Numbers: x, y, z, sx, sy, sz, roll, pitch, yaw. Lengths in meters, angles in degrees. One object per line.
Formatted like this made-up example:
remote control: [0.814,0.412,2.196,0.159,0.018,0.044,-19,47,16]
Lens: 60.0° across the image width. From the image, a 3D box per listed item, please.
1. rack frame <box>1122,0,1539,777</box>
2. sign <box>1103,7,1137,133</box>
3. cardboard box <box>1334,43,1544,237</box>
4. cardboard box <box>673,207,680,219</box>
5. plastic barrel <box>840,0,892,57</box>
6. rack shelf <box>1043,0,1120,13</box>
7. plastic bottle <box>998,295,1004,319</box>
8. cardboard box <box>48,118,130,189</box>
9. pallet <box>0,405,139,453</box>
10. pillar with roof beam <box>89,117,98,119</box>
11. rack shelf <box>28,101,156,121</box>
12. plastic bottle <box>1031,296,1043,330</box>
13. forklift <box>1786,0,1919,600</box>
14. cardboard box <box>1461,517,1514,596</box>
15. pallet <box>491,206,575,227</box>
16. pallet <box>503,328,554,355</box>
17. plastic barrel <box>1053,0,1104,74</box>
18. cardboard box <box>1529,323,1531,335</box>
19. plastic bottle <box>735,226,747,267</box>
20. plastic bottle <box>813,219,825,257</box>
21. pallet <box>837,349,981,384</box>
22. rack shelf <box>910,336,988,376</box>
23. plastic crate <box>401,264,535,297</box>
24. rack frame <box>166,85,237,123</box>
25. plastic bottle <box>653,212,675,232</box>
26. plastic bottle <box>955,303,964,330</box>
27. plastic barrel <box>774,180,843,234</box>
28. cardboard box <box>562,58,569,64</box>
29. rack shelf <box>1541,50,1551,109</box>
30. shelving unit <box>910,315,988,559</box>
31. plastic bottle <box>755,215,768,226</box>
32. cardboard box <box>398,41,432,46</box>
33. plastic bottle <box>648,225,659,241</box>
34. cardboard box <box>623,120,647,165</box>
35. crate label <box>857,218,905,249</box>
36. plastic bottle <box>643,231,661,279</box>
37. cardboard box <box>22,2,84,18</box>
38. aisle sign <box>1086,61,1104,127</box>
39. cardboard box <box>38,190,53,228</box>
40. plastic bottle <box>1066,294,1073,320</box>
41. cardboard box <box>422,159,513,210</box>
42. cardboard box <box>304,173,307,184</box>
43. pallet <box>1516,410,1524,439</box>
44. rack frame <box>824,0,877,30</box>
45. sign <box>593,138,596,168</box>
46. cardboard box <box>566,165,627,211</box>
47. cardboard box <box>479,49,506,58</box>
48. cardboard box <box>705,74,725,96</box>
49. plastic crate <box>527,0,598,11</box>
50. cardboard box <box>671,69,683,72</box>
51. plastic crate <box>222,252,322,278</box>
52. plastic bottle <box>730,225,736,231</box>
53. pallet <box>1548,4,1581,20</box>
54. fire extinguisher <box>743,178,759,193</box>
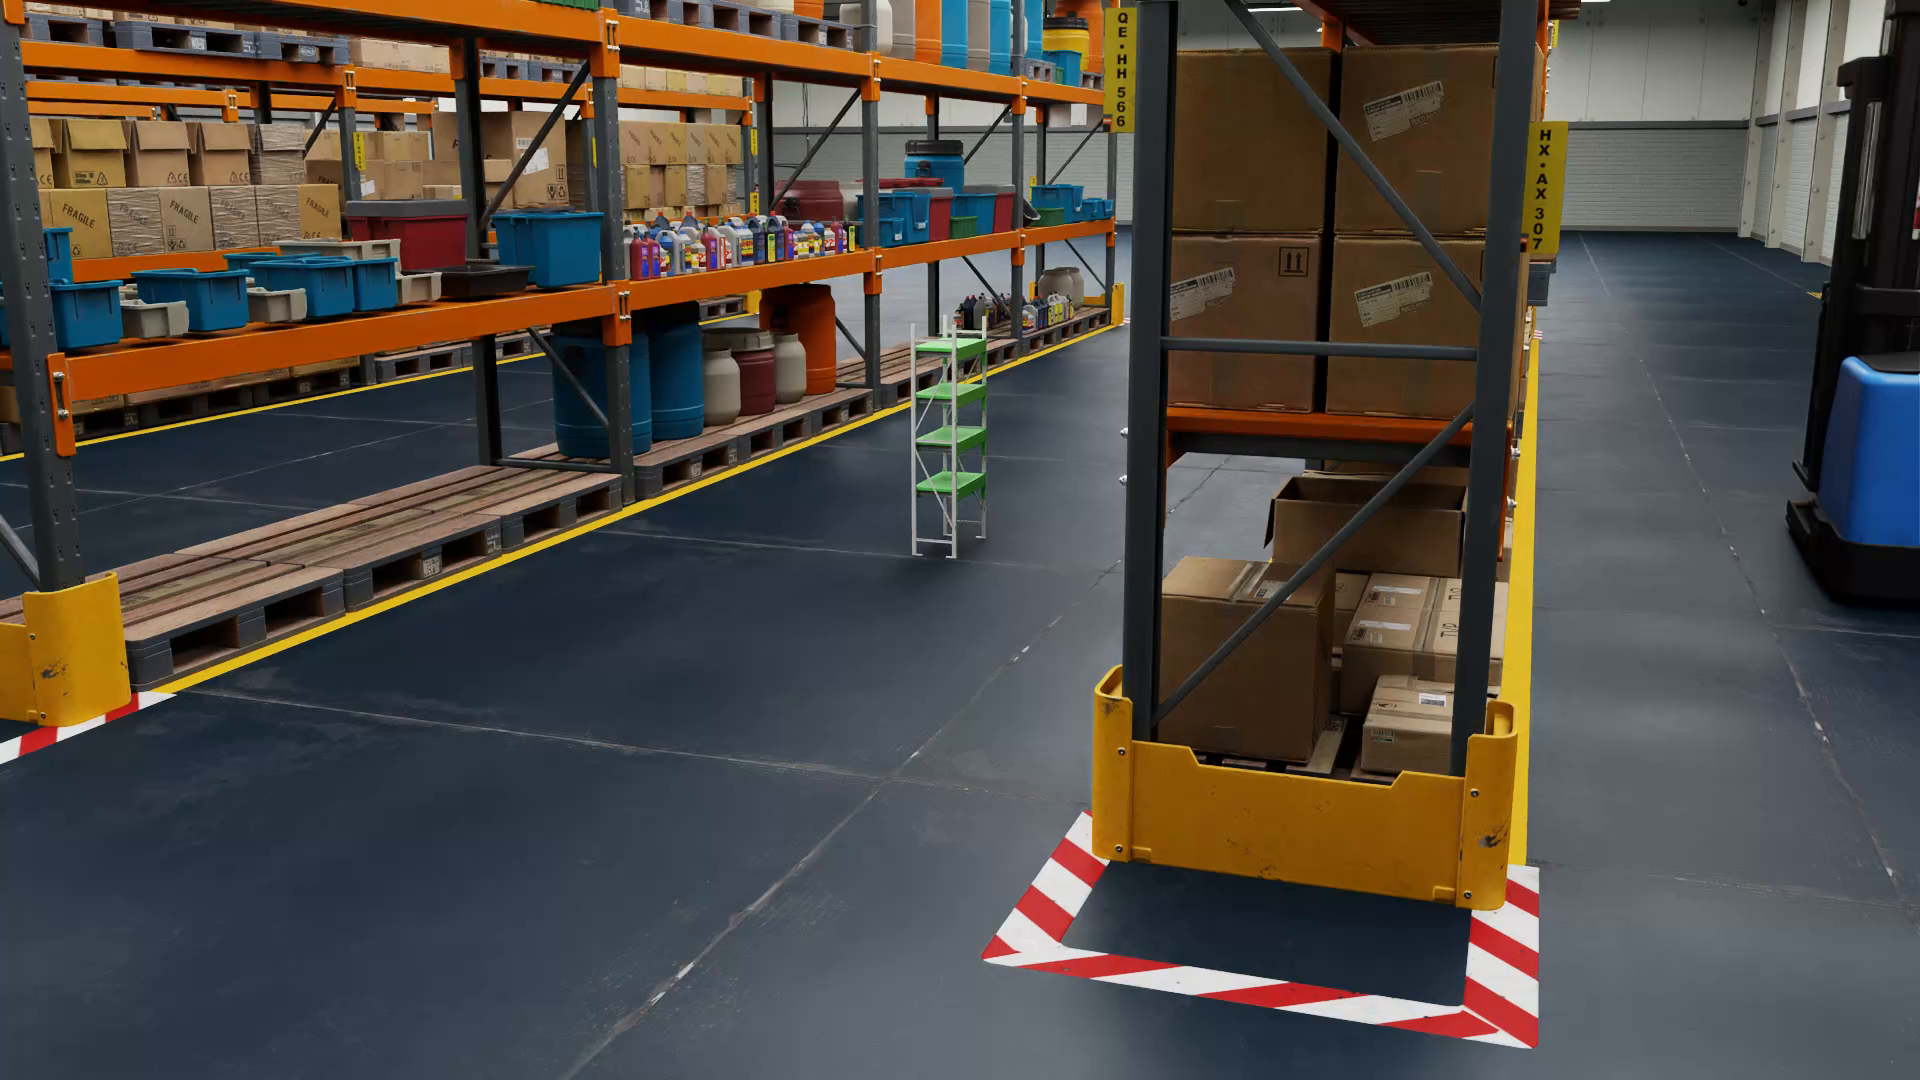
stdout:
rack frame: [0.957,-0.507,4.467,1.000,3.000,0.127,4,14,18]
sign: [0.439,-1.269,4.496,0.100,0.325,0.005,4,14,18]
cardboard box: [1.350,-1.117,4.671,0.500,0.500,0.500,5,14,20]
cardboard box: [-3.667,-4.021,20.429,0.380,0.149,0.250,4,14,18]
plastic barrel: [-0.749,-4.109,13.256,0.421,0.512,0.421,0,13,0]
rack shelf: [0.801,-6.191,18.405,1.077,0.370,4.000,4,14,18]
plastic bottle: [0.456,-2.686,19.157,0.097,0.271,0.097,0,13,0]
cardboard box: [-6.689,-2.879,12.384,0.797,0.503,0.637,5,14,19]
pallet: [-6.942,-0.871,12.331,1.003,0.211,1.213,4,14,18]
pillar with roof beam: [-12.376,-9.456,30.195,9.100,9.000,0.400,4,14,18]
rack shelf: [-13.262,-5.994,23.382,1.077,0.370,4.000,4,14,18]
plastic bottle: [0.808,-2.454,17.962,0.144,0.351,0.185,5,14,20]
forklift: [5.024,-1.388,8.484,1.130,2.935,3.031,5,14,20]
cardboard box: [2.093,0.046,7.100,0.500,0.311,0.500,4,14,18]
pallet: [-4.917,-3.503,18.027,1.003,0.211,1.213,4,14,18]
pallet: [-4.783,-2.224,18.257,1.003,0.211,1.213,4,14,18]
plastic barrel: [1.412,-5.998,19.876,0.600,0.830,0.708,4,14,18]
cardboard box: [4.322,-1.636,13.391,0.500,0.311,0.500,4,13,17]
plastic bottle: [-1.486,-1.980,11.210,0.097,0.271,0.097,0,13,0]
plastic bottle: [-1.059,-2.257,12.426,0.097,0.271,0.097,0,13,0]
pallet: [-0.456,-1.605,15.547,1.003,0.211,1.213,4,14,18]
rack shelf: [-0.054,-0.956,8.609,0.258,0.148,0.480,4,14,18]
plastic crate: [-2.542,-1.346,8.630,0.437,0.125,0.590,4,14,18]
rack frame: [-9.193,-4.126,20.323,1.000,3.000,0.127,4,14,18]
plastic bottle: [-2.090,-2.131,11.696,0.144,0.351,0.185,4,14,18]
plastic bottle: [-0.002,-2.406,17.904,0.061,0.283,0.133,5,14,21]
plastic barrel: [-1.276,-2.734,13.921,0.600,0.536,0.708,4,14,18]
cardboard box: [-4.528,-5.470,18.912,0.380,0.149,0.250,5,14,19]
rack shelf: [4.193,-3.724,13.438,1.077,0.370,4.000,4,14,18]
shelving unit: [-0.054,-0.550,8.702,0.258,1.200,0.503,4,14,18]
plastic bottle: [-1.586,-2.420,13.129,0.152,0.276,0.135,4,14,18]
cardboard box: [-5.263,-4.847,15.394,0.500,0.500,0.500,4,14,19]
plastic bottle: [-2.088,-2.005,11.321,0.097,0.271,0.097,0,13,0]
cardboard box: [-3.986,-4.610,19.306,0.500,0.500,0.500,4,14,18]
crate label: [-0.649,-2.529,13.702,0.303,0.233,0.416,4,14,18]
plastic bottle: [-1.869,-1.724,10.063,0.061,0.283,0.133,4,14,18]
cardboard box: [-6.681,-3.911,11.898,0.500,0.311,0.500,4,13,16]
aisle sign: [1.753,-5.494,20.476,0.394,0.787,0.004,4,14,18]
cardboard box: [-6.735,-2.191,11.620,0.500,0.500,0.500,4,14,19]
plastic bottle: [1.249,-2.679,19.100,0.061,0.283,0.133,5,14,20]
cardboard box: [-5.006,-3.631,16.979,0.797,0.503,0.637,6,14,24]
cardboard box: [-8.642,-4.500,21.626,0.875,0.550,0.550,4,14,18]
pallet: [3.849,-1.002,12.904,1.003,0.211,1.213,4,14,18]
rack frame: [-1.140,-5.473,12.745,1.000,3.000,0.127,4,14,18]
sign: [-4.006,-4.273,18.365,0.100,0.325,0.005,4,14,18]
cardboard box: [-4.328,-4.031,19.017,0.875,0.500,0.500,4,14,18]
cardboard box: [-5.082,-5.175,17.001,0.797,0.503,0.637,5,14,21]
cardboard box: [-3.312,-5.754,21.052,0.500,0.250,0.500,4,14,19]
plastic crate: [-2.285,-2.954,8.926,0.450,0.188,0.662,4,14,18]
cardboard box: [-3.593,-5.764,20.203,0.380,0.149,0.250,4,13,16]
plastic crate: [-3.306,-1.263,8.020,0.416,0.233,0.300,4,14,18]
plastic bottle: [-1.559,-2.031,11.436,0.097,0.271,0.097,0,13,0]
pallet: [2.862,-3.071,9.381,1.213,0.211,1.003,4,14,18]
fire extinguisher: [-2.765,-4.543,22.324,0.296,0.674,0.183,4,14,18]
